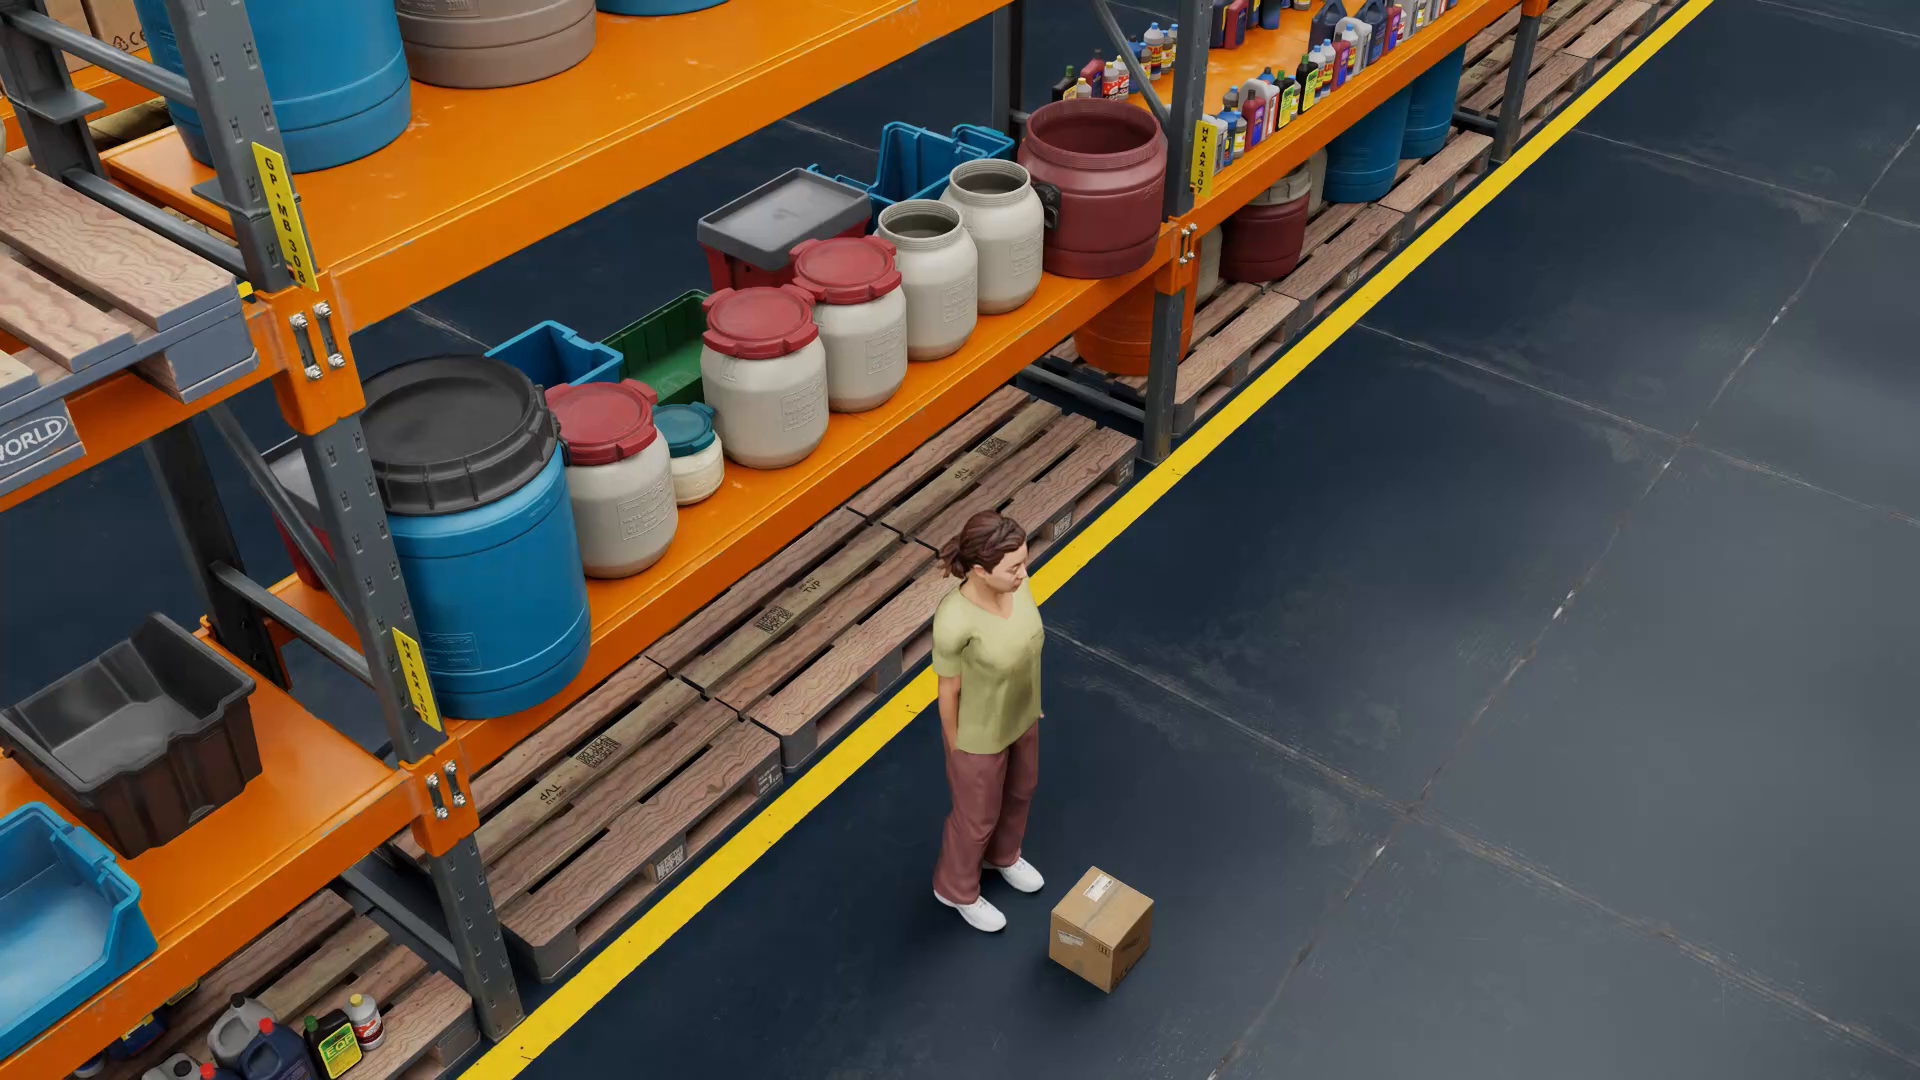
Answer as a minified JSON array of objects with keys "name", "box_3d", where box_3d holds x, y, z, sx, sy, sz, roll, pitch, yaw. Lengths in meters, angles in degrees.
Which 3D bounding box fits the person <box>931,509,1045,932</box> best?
[{"name":"person","box_3d":[0.096,0.582,5.442,0.362,1.672,0.442,27,46,29]}]
